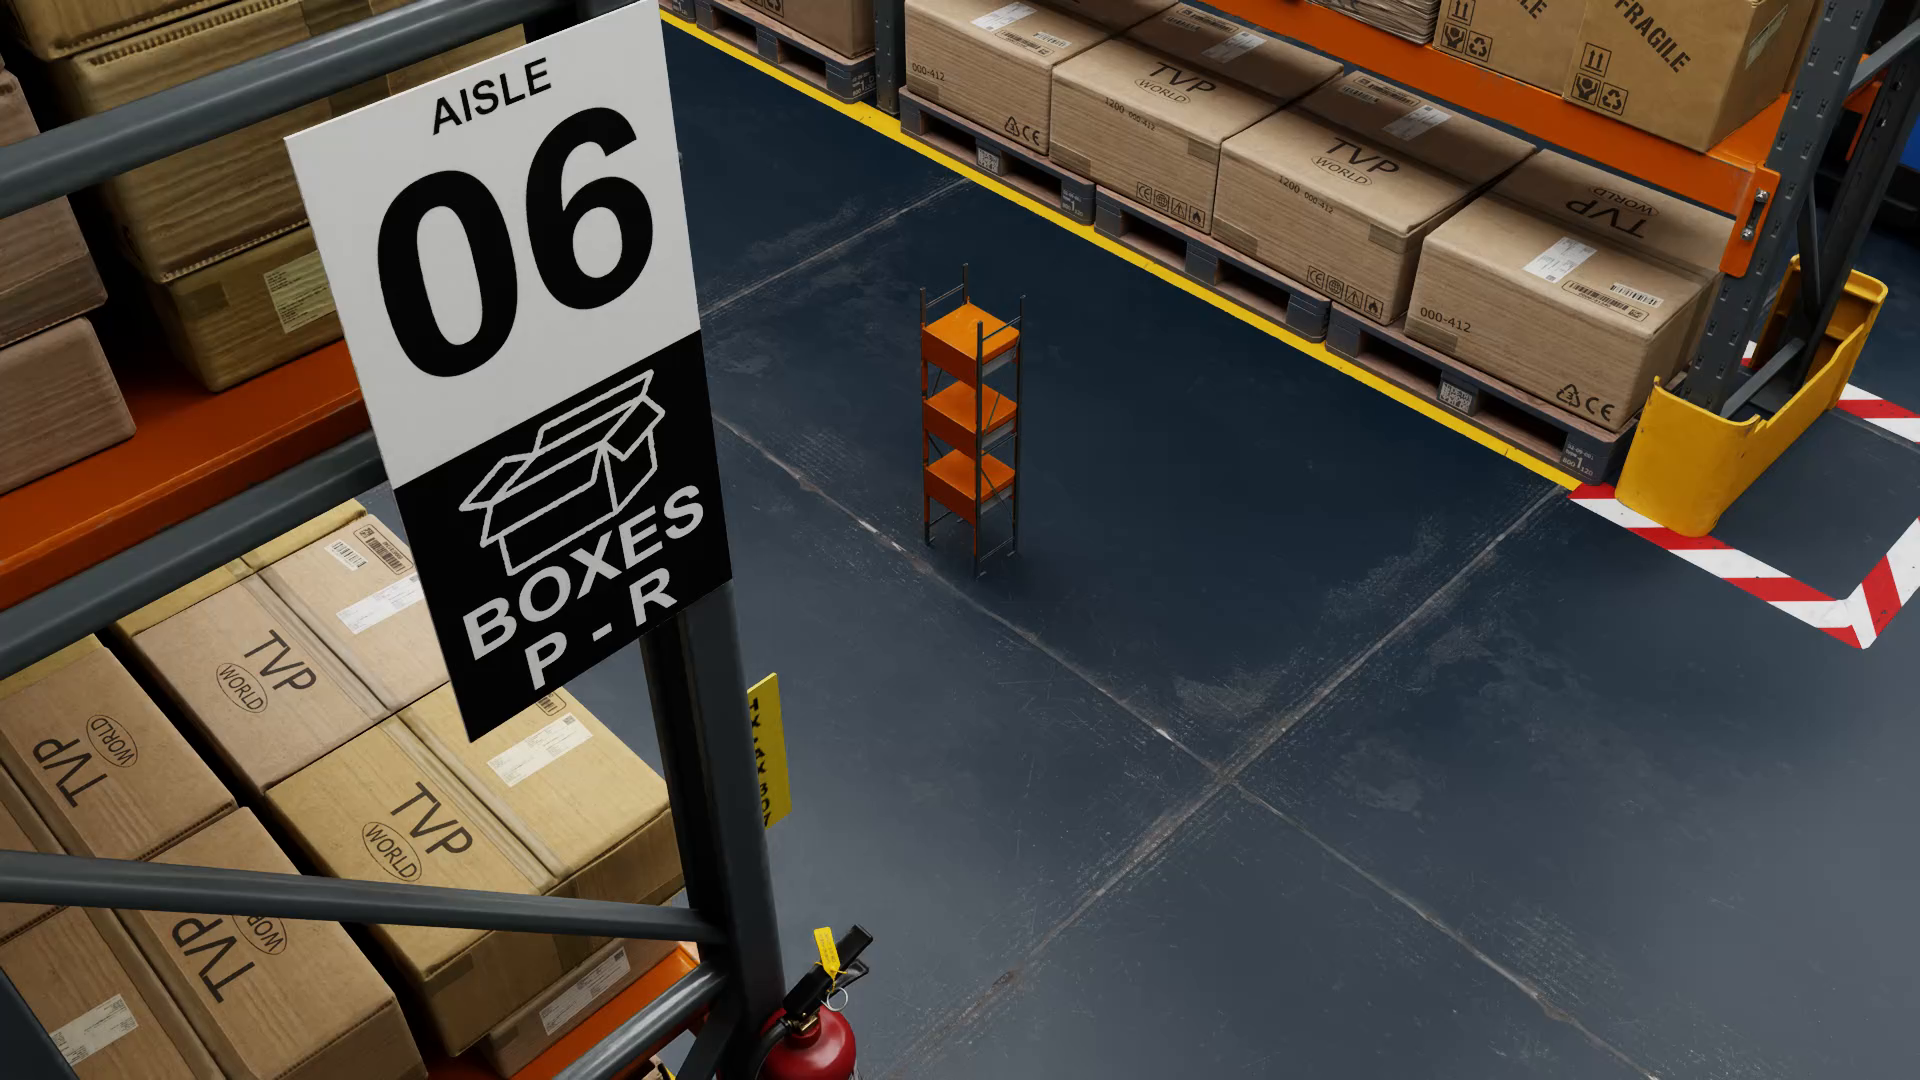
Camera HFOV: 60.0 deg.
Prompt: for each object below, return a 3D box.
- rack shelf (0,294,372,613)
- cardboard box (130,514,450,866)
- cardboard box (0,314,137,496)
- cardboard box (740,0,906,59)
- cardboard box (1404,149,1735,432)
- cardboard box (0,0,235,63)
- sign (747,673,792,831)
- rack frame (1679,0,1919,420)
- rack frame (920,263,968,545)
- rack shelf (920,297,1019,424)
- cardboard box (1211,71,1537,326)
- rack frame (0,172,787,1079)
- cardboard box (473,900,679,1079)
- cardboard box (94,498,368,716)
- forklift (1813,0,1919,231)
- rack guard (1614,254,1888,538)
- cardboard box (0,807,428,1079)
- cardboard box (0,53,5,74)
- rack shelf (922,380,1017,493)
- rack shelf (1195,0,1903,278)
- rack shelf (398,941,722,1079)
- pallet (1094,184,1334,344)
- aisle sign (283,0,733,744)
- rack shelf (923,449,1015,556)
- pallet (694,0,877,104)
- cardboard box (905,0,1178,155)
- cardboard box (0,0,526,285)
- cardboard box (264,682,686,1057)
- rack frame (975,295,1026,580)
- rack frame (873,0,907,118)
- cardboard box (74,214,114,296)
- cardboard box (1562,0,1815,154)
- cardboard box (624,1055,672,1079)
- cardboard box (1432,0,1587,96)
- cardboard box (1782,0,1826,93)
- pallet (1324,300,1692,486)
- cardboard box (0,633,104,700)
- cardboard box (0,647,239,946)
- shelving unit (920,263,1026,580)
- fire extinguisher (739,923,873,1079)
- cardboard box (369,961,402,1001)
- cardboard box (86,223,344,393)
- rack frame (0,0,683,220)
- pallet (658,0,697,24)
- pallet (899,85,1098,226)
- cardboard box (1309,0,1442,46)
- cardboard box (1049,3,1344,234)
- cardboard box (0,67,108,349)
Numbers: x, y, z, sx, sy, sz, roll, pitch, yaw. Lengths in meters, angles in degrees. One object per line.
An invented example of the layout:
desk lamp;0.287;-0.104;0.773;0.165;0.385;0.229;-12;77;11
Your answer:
rack shelf;-2.103;-0.882;2.814;1.077;0.370;4.000;-34;53;-31
cardboard box;-1.177;0.273;3.135;0.500;0.250;0.500;-34;52;-31
cardboard box;-1.081;-0.136;1.661;0.380;0.149;0.250;-33;52;-30
cardboard box;-0.498;-3.019;8.064;0.875;0.875;0.875;-32;52;-30
cardboard box;2.284;-0.946;6.142;0.875;0.438;0.875;32;52;30
cardboard box;-0.826;-0.756;1.671;0.500;0.250;0.500;34;52;31
sign;-0.307;0.339;2.535;0.100;0.325;0.005;-34;53;-31
rack frame;2.821;-1.464;5.124;1.000;3.000;0.127;-34;53;-31
rack frame;-0.048;-0.419;5.429;0.200;1.050;0.008;-34;53;-31
rack shelf;0.038;-0.561;5.180;0.215;0.259;0.240;-34;53;-31
cardboard box;1.632;-1.382;6.614;0.875;0.438;0.875;-33;52;-30
rack frame;-0.691;0.917;2.548;1.000;3.000;0.127;-34;53;-31
cardboard box;-0.729;0.720;2.946;0.250;0.149;0.380;34;52;31
cardboard box;-1.537;0.031;3.397;0.500;0.250;0.500;33;52;31
forklift;4.048;-2.914;6.744;1.130;2.935;3.031;-29;50;-28
rack guard;2.838;-0.534;5.960;1.175;0.500;0.348;-34;53;-31
cardboard box;-1.204;0.769;2.599;0.500;0.250;0.500;-33;52;-30
cardboard box;-1.202;-0.502;1.396;0.500;0.250;0.500;33;52;30
rack shelf;0.038;-0.352;5.373;0.215;0.259;0.240;-34;53;-31
rack shelf;1.408;-2.161;6.408;1.077;0.370;4.000;-34;53;-31
rack shelf;-2.103;0.220;3.832;1.077;0.370;4.000;-34;53;-31
pallet;1.343;-1.373;7.080;1.003;0.211;1.213;-34;53;-31
aisle sign;-0.435;-0.146;1.782;0.394;0.787;0.004;-34;53;-31
rack shelf;0.038;-0.148;5.562;0.215;0.259;0.240;-34;53;-31
pallet;-0.602;-2.696;8.513;1.003;0.211;1.213;-34;53;-31
cardboard box;0.363;-2.246;7.549;0.875;0.438;0.875;33;52;31
cardboard box;-0.811;-0.583;1.852;0.500;0.250;0.500;34;52;31
cardboard box;-0.821;0.515;2.873;0.500;0.250;0.500;-34;52;-31
rack frame;0.124;-0.301;5.302;0.200;1.050;0.008;-34;53;-31
rack frame;-0.004;-3.386;7.204;1.000;3.000;0.127;-34;53;-31
cardboard box;-0.955;-0.471;2.024;0.380;0.149;0.250;-33;52;-31
cardboard box;2.293;-1.606;5.204;0.500;0.500;0.500;-34;52;-31
cardboard box;-1.056;1.340;3.620;0.637;0.503;0.797;32;52;30
cardboard box;1.949;-1.854;5.472;0.500;0.500;0.500;33;52;31
cardboard box;2.685;-1.869;5.489;0.500;0.500;0.500;34;52;31
pallet;2.201;-0.786;6.446;1.003;0.211;1.213;-34;53;-31
cardboard box;-1.913;0.280;3.128;0.500;0.250;0.500;-32;52;-30
cardboard box;-1.567;0.520;2.868;0.500;0.250;0.500;-34;52;-31
shelving unit;0.038;-0.360;5.366;0.215;1.050;0.252;-34;53;-31
fire extinguisher;-0.260;0.931;2.864;0.296;0.674;0.183;-34;53;-31
cardboard box;-0.941;0.620;3.054;0.380;0.149;0.250;-33;52;-30
cardboard box;-0.751;-0.357;1.901;0.380;0.149;0.250;-33;52;-30
rack frame;-0.691;-1.287;0.512;1.000;3.000;0.127;-34;53;-31
pallet;-1.468;-3.283;9.147;1.003;0.211;1.213;-34;53;-31
pallet;0.478;-1.959;7.714;1.003;0.211;1.213;-34;53;-31
cardboard box;1.579;-2.096;5.735;0.500;0.500;0.500;-33;52;-30
cardboard box;0.996;-1.816;7.084;0.875;0.438;0.875;33;52;30
cardboard box;-1.198;-0.322;1.570;0.500;0.250;0.500;33;52;31
